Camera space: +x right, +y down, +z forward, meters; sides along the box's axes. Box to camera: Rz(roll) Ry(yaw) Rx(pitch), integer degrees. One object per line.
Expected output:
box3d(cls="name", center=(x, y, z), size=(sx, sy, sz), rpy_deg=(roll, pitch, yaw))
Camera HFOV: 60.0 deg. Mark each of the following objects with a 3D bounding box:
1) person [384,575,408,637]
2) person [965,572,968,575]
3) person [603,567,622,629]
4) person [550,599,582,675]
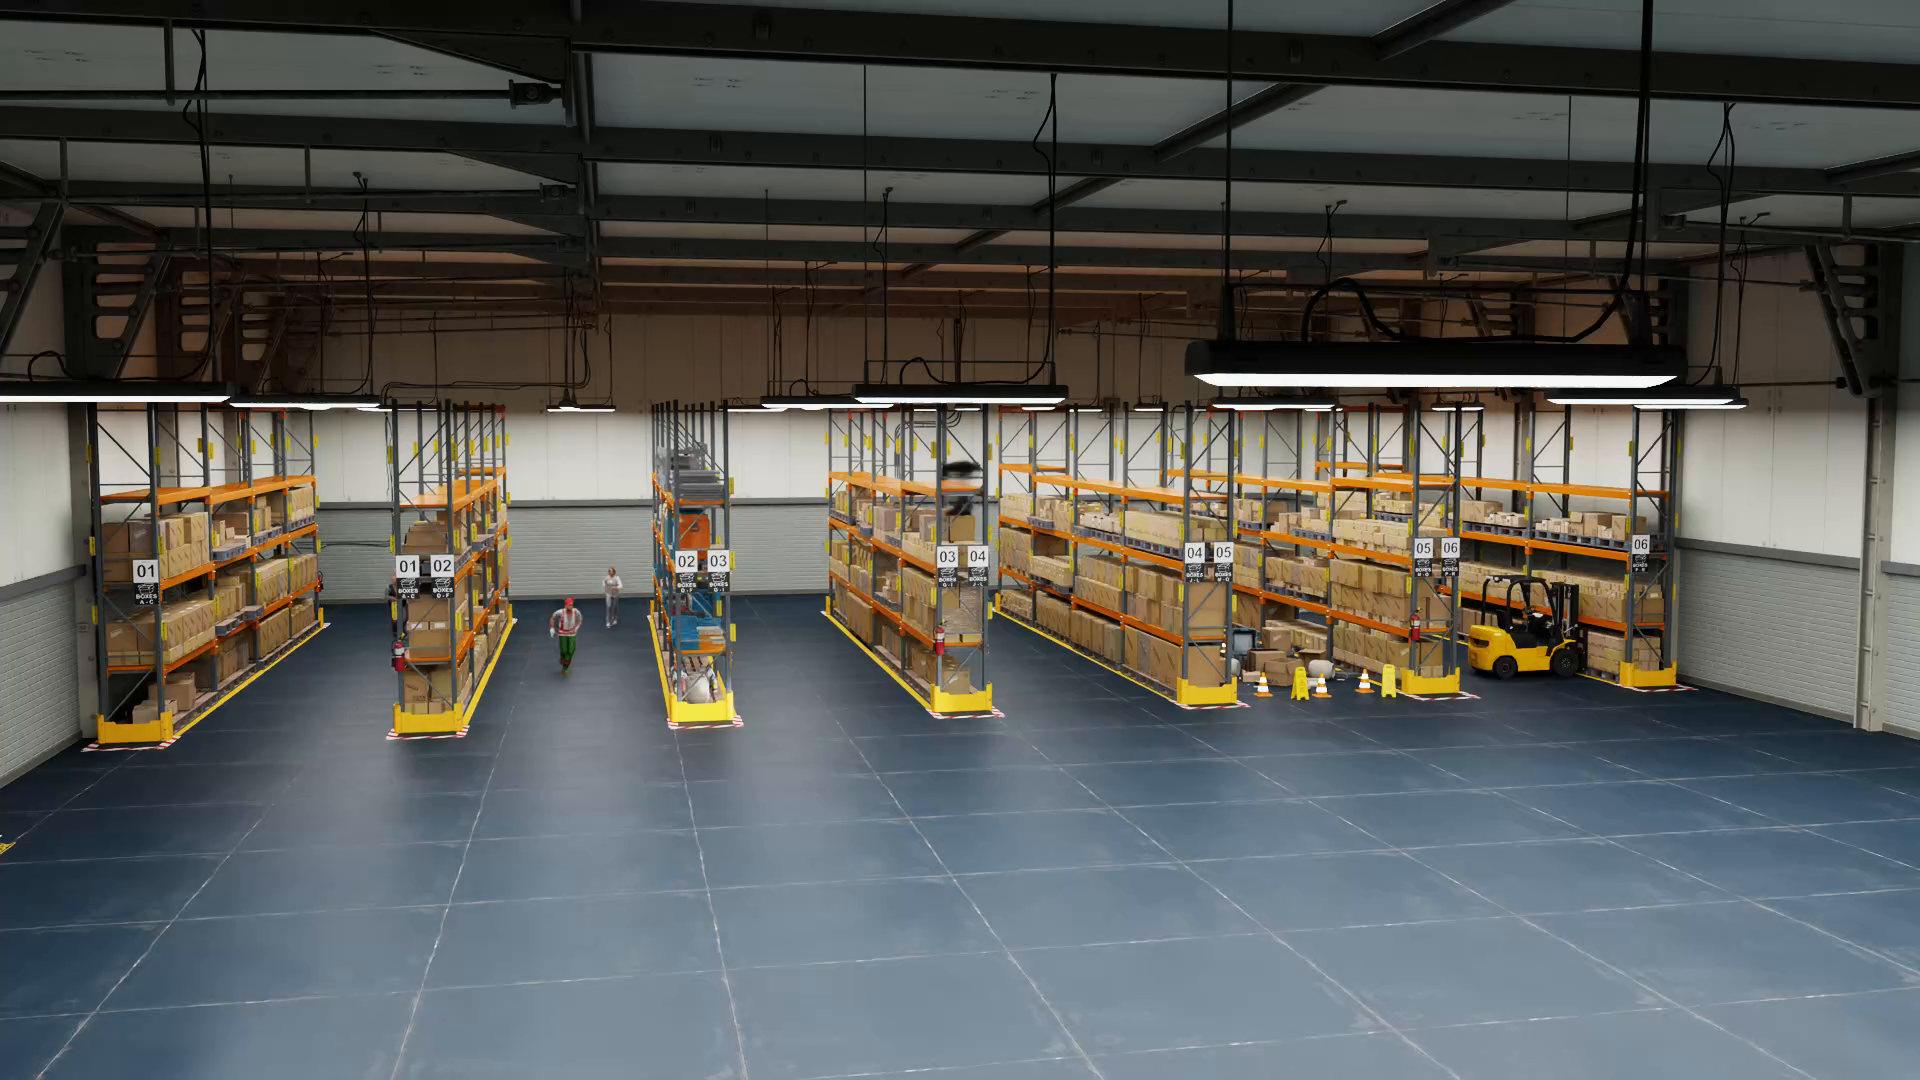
box3d(cls="person", center=(-14.388, 1.696, 42.548), size=(0.661, 1.626, 0.921), rpy_deg=(-2, 5, -24))
box3d(cls="person", center=(0.470, 1.156, 50.300), size=(0.727, 1.578, 0.946), rpy_deg=(0, 4, -7))
box3d(cls="person", center=(-9.352, 1.534, 44.764), size=(0.540, 1.625, 0.711), rpy_deg=(0, 4, -5))
box3d(cls="person", center=(-8.655, 2.123, 36.621), size=(0.662, 1.708, 0.743), rpy_deg=(-2, 5, -29))
